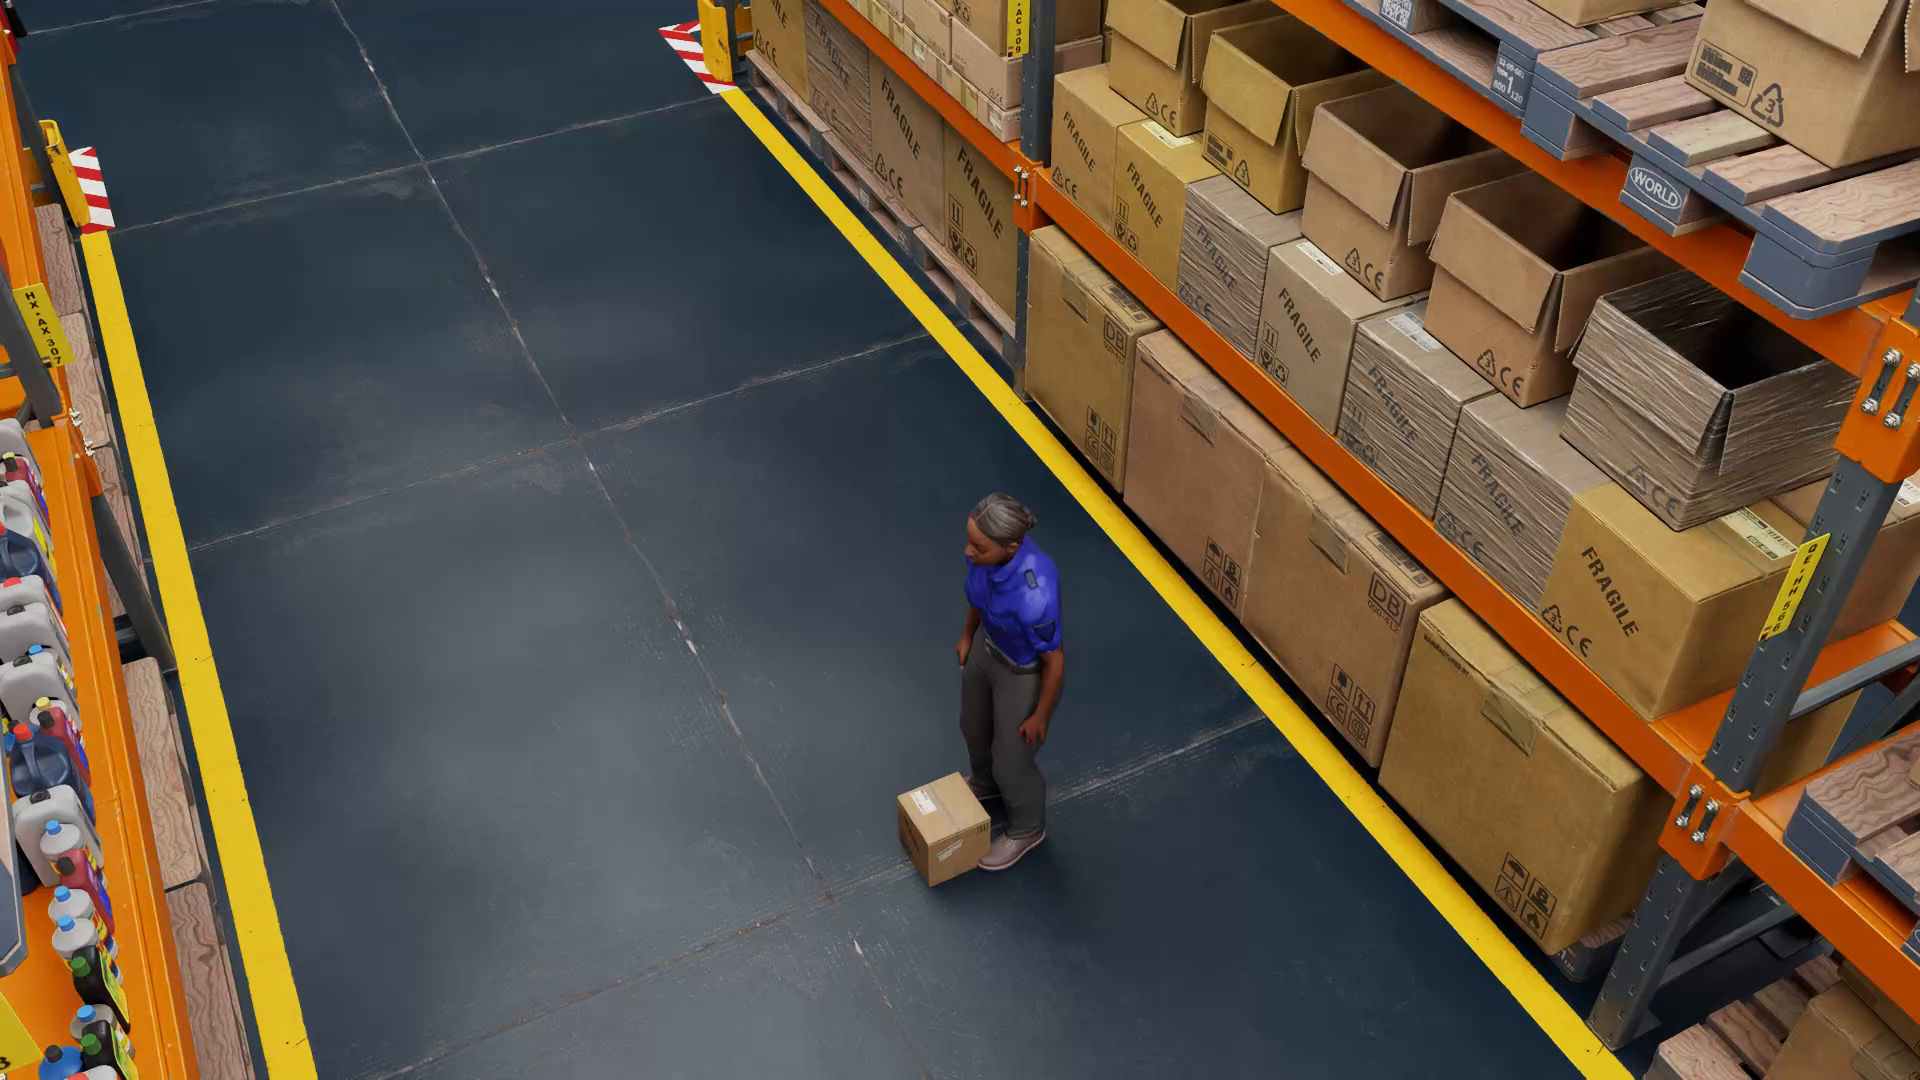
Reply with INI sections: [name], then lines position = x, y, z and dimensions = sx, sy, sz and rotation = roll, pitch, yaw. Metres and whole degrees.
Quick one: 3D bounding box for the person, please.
[person]
position = 0.149, 0.452, 5.652
dimensions = 0.351, 1.654, 0.531
rotation = -21, 46, -22
